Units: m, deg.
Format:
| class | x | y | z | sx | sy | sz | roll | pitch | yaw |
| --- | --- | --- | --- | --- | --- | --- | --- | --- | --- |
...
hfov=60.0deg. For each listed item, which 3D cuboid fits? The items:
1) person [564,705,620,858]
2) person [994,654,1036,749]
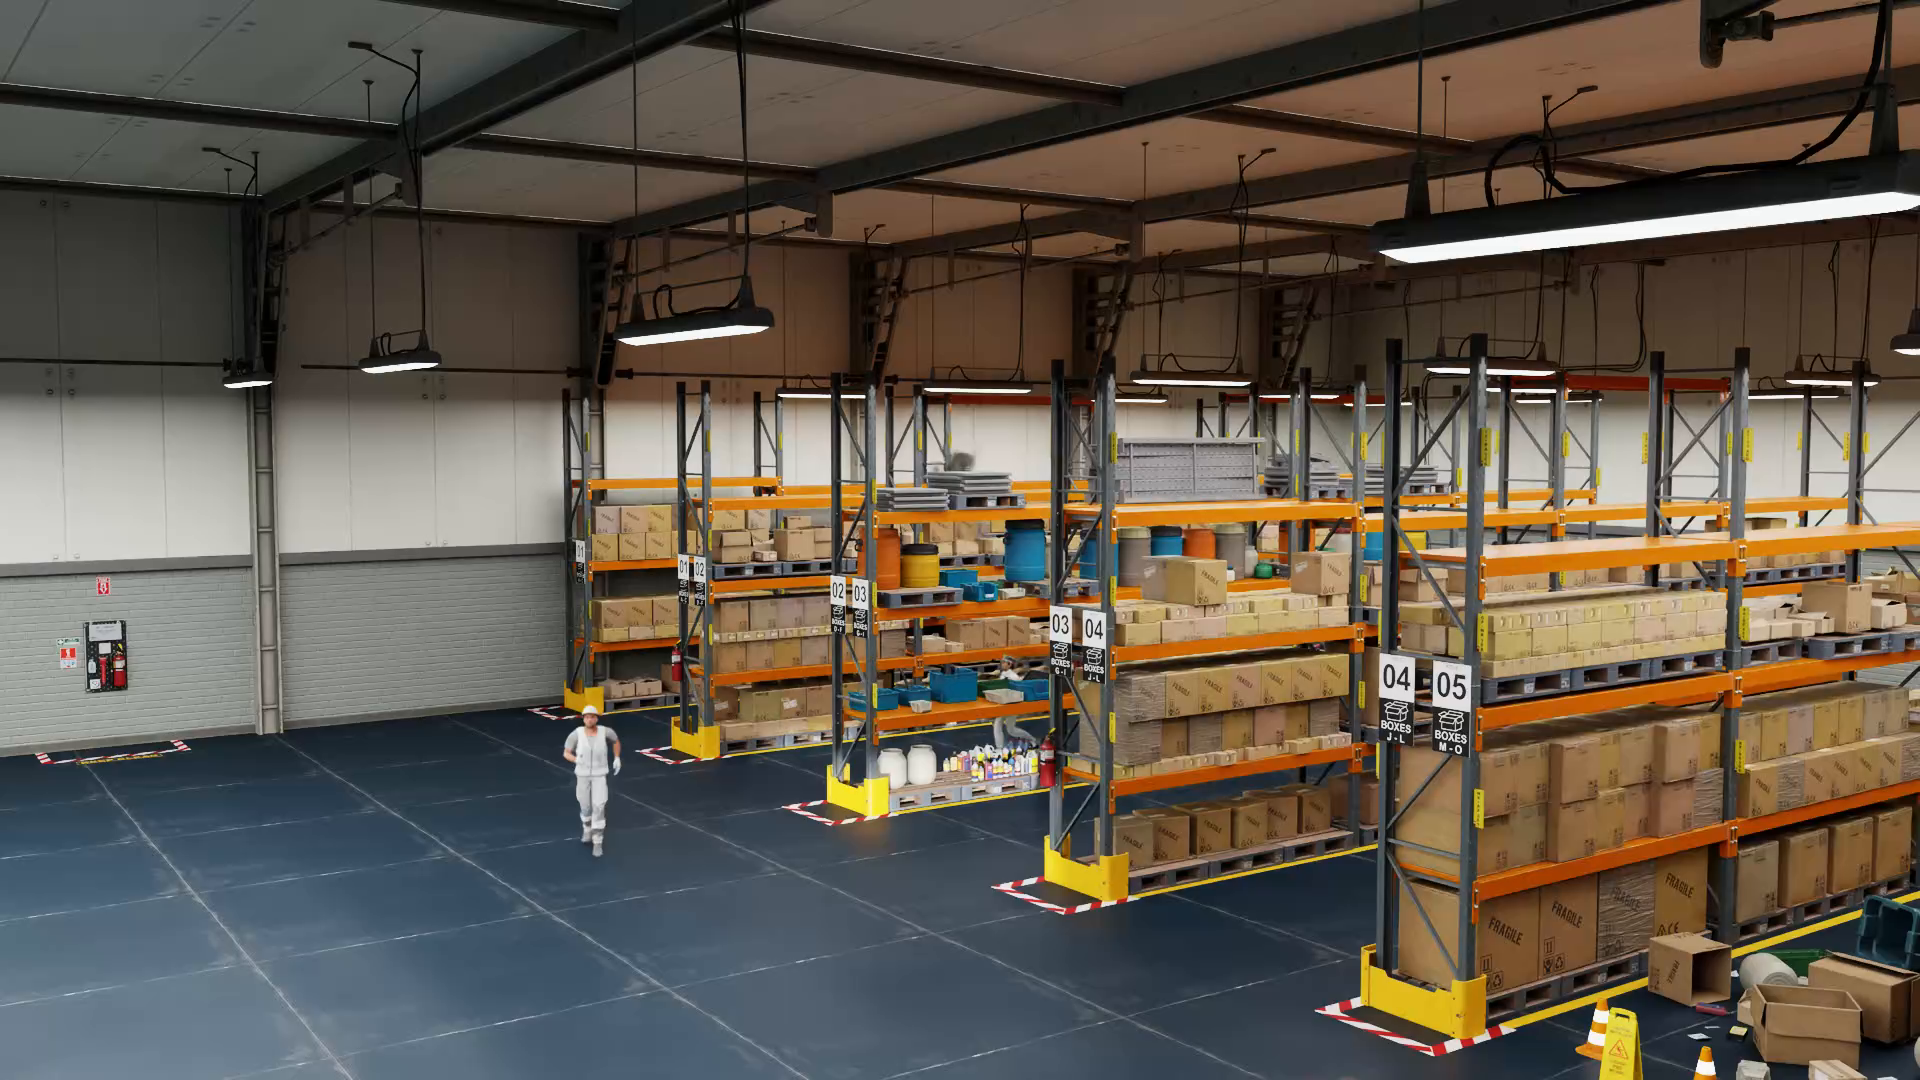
| class | x | y | z | sx | sy | sz | roll | pitch | yaw |
| --- | --- | --- | --- | --- | --- | --- | --- | --- | --- |
| person | -4.550 | 2.948 | 20.583 | 0.683 | 1.844 | 0.817 | -1 | 4 | -10 |
| person | 0.808 | 2.642 | 26.426 | 0.797 | 1.694 | 0.632 | -2 | 4 | -29 |
